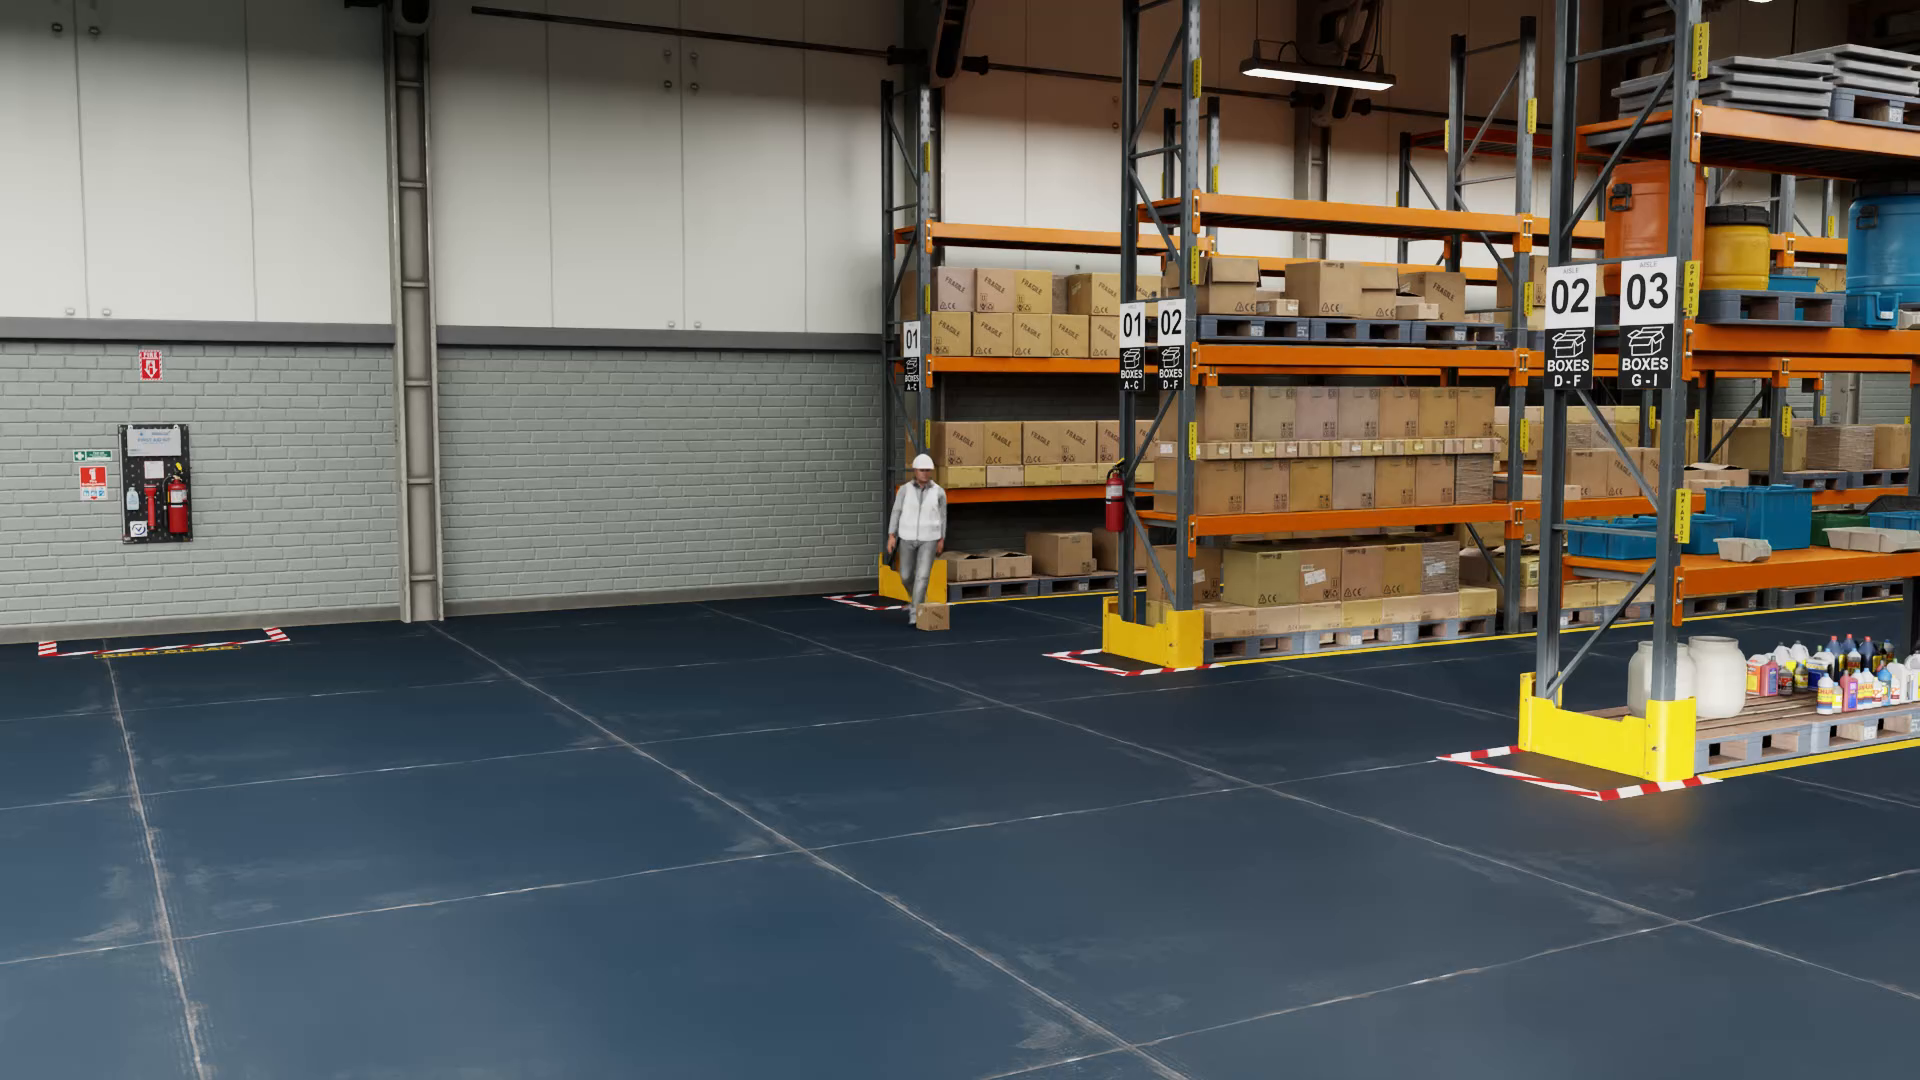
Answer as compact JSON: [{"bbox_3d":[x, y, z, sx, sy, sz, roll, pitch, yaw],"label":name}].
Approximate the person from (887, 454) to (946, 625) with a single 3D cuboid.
[{"bbox_3d":[-0.446,-0.017,17.339,0.613,1.760,0.871,0,5,4],"label":"person"}]
